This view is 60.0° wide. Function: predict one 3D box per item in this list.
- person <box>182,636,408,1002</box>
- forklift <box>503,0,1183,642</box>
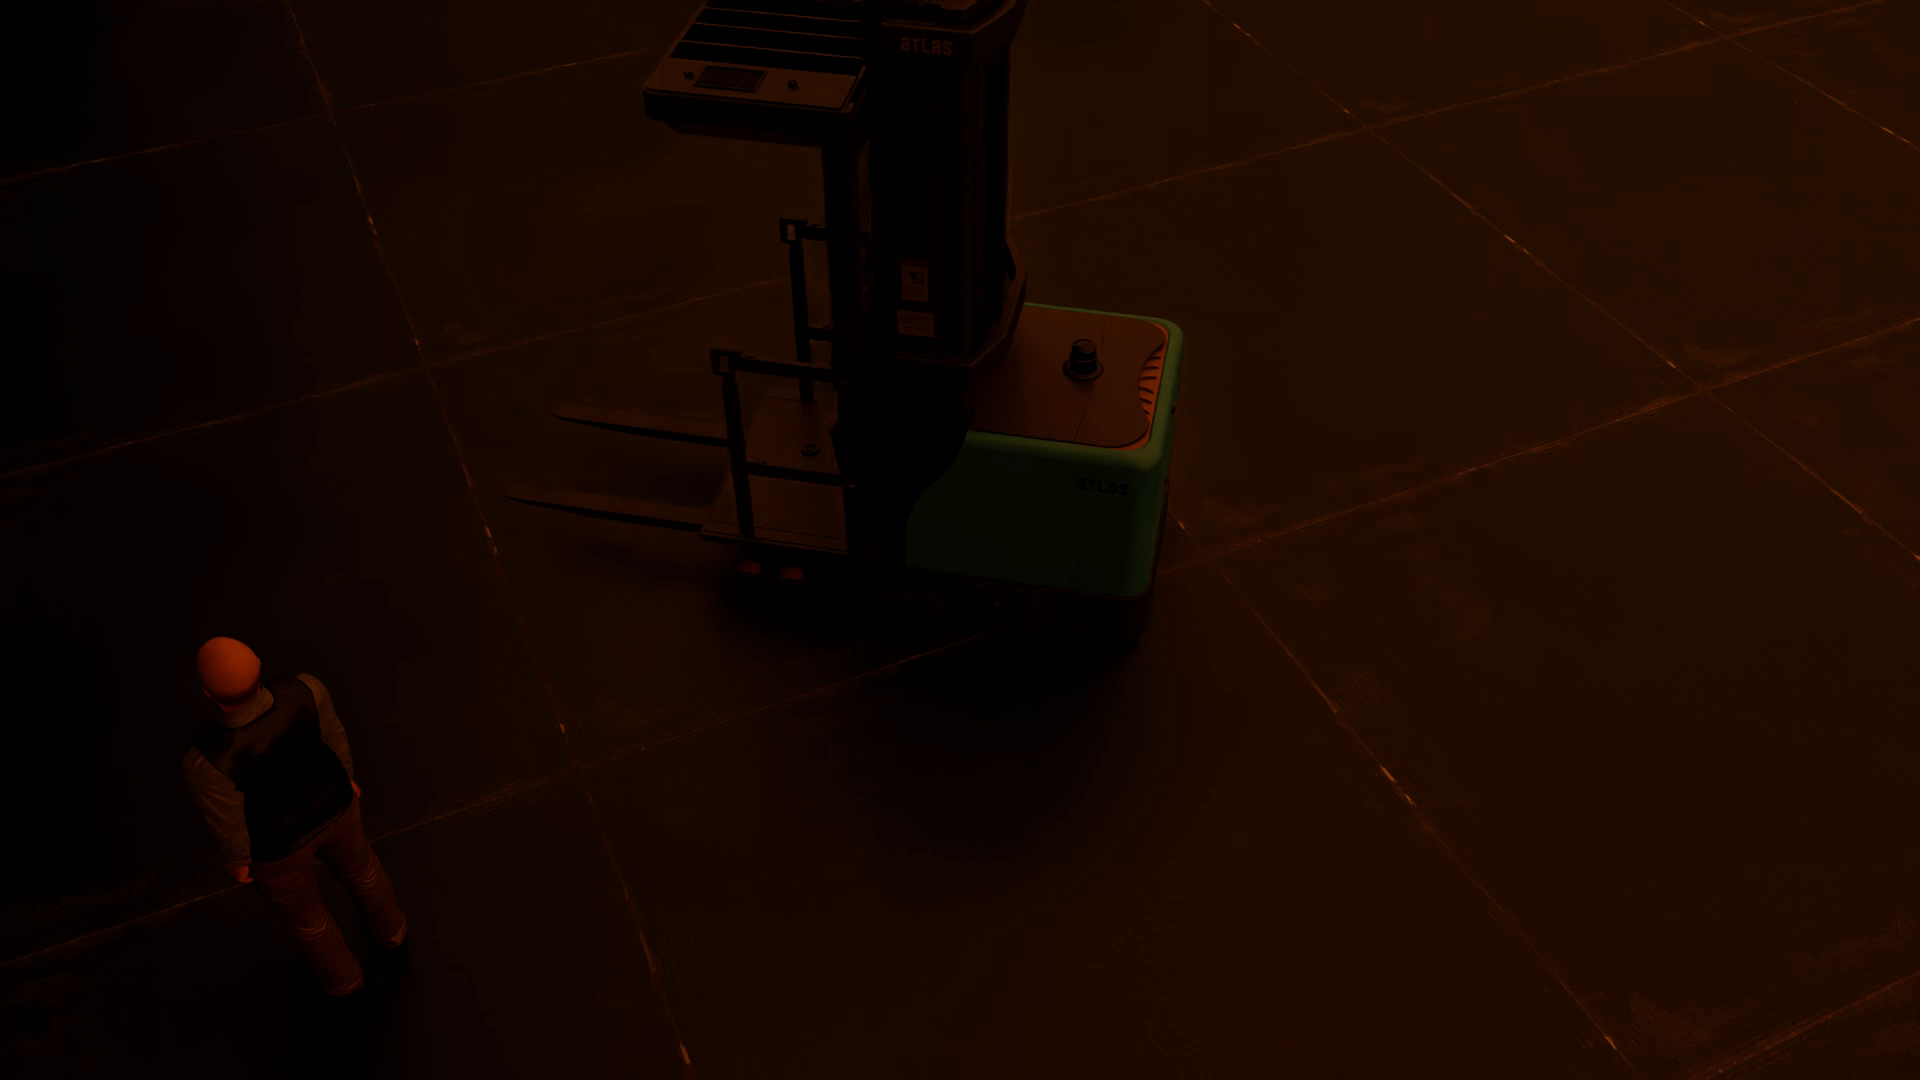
[{"bbox_3d":[-2.245,0.936,5.565,0.372,1.725,0.525,25,49,25],"label":"person"},{"bbox_3d":[-0.579,-1.134,6.895,3.031,2.935,1.130,8,44,8],"label":"forklift"}]
